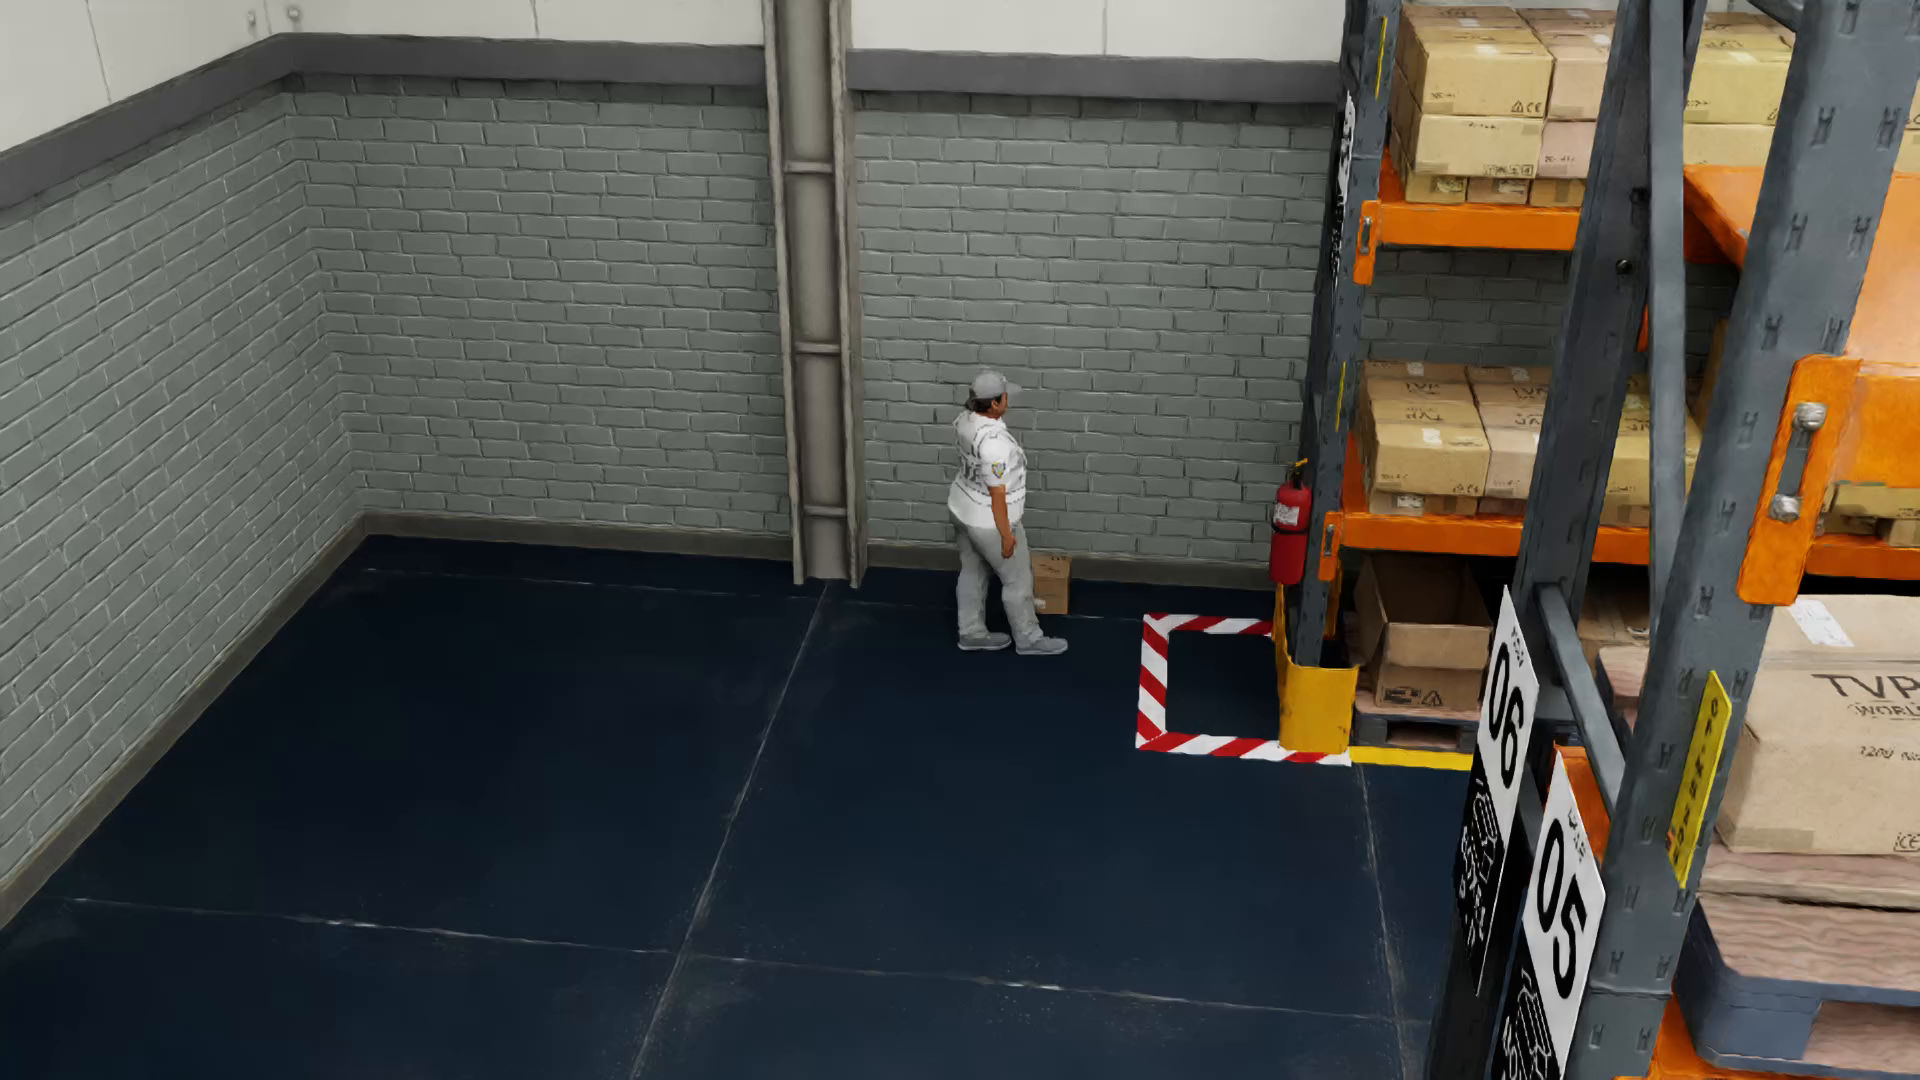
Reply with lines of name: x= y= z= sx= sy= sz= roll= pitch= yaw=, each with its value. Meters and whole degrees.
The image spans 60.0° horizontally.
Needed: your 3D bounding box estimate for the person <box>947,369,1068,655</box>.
person: x=0.250 y=-0.148 z=8.874 sx=0.600 sy=1.656 sz=0.493 roll=-13 pitch=31 yaw=-22
